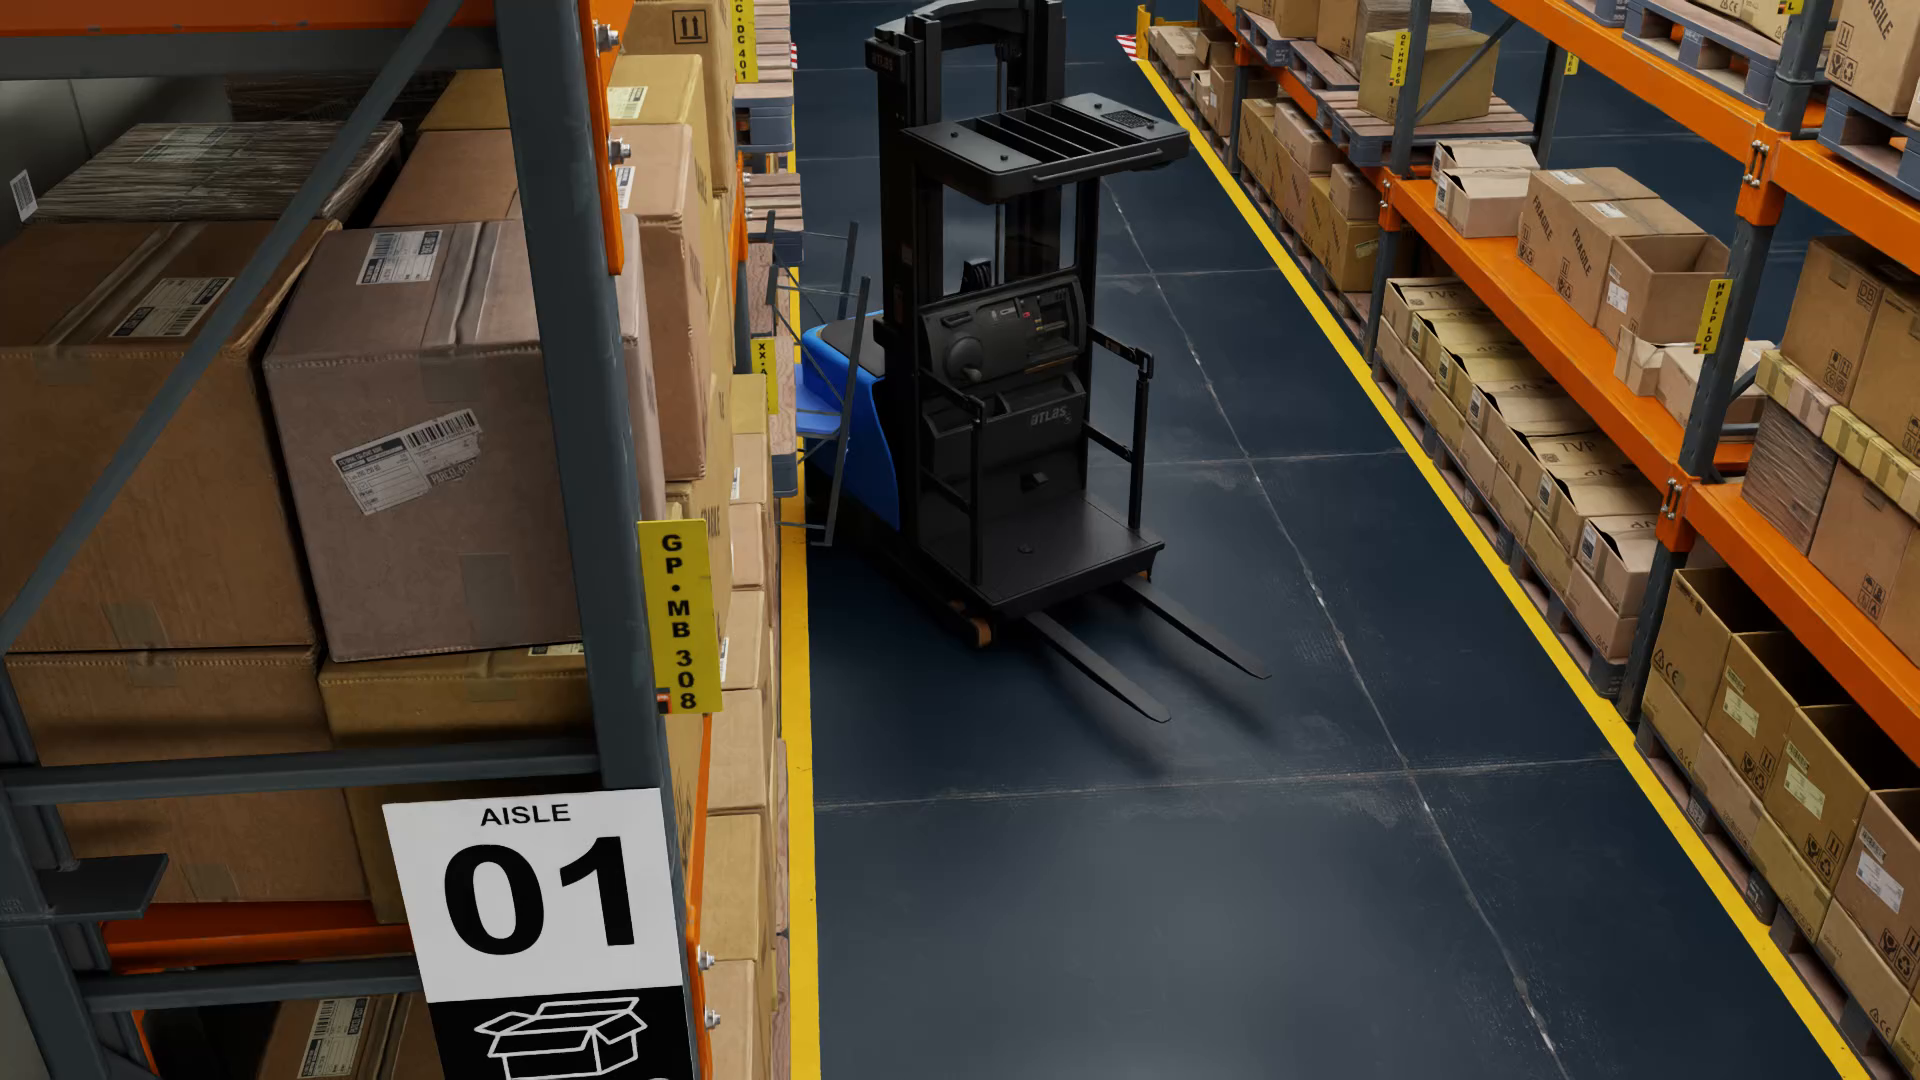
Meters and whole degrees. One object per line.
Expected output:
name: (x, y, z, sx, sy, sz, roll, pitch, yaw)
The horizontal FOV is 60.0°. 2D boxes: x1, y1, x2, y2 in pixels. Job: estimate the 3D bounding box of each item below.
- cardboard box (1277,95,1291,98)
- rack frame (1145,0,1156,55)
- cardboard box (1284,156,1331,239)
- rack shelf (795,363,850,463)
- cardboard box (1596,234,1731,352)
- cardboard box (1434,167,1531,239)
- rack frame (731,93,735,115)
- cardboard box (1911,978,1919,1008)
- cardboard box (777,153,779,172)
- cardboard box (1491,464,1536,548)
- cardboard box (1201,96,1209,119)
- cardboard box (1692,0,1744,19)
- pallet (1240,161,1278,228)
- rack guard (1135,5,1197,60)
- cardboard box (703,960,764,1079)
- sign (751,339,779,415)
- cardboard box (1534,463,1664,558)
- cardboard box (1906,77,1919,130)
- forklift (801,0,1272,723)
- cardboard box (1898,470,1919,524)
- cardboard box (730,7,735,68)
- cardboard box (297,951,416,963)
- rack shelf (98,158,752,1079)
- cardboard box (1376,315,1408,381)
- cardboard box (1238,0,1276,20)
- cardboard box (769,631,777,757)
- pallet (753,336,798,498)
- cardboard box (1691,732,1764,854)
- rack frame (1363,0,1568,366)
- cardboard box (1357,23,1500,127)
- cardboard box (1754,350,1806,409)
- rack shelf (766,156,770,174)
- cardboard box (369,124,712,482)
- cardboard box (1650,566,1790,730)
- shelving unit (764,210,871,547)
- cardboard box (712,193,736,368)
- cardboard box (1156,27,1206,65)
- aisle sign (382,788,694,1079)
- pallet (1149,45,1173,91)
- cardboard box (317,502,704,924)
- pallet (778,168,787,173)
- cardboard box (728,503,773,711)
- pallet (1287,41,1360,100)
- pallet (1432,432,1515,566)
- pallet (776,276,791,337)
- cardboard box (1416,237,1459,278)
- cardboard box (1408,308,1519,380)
cardboard box: (3.049, -3.822, 14.917, 0.500, 0.311, 0.500, -3, 31, -5)
rack frame: (2.499, -6.605, 17.383, 1.000, 3.000, 0.127, -3, 31, -5)
cardboard box: (2.822, -2.635, 12.745, 0.500, 0.500, 0.500, -4, 31, -6)
rack shelf: (-0.899, -0.726, 9.081, 0.538, 0.185, 1.000, 6, 25, -10)
cardboard box: (3.515, -1.184, 8.209, 0.500, 0.500, 0.500, -1, 31, -1)
cardboard box: (3.137, -2.017, 9.788, 0.500, 0.311, 0.500, -3, 31, -5)
rack frame: (-1.312, -2.815, 5.188, 1.000, 3.000, 0.127, -3, 31, -5)
cardboard box: (3.539, 1.472, 5.401, 0.500, 0.500, 0.500, -3, 31, -5)
cardboard box: (-1.869, -3.256, 13.462, 0.750, 0.750, 0.750, -2, 31, -4)
cardboard box: (3.199, -0.196, 8.925, 0.500, 0.250, 0.500, -2, 31, -3)
cardboard box: (2.442, -3.994, 15.363, 0.380, 0.149, 0.250, -3, 31, -5)
cardboard box: (3.518, -2.478, 7.285, 0.500, 0.250, 0.500, -6, 31, -9)
pallet: (2.986, -2.953, 13.987, 1.003, 0.211, 1.213, -3, 31, -5)
rack guard: (2.506, -5.493, 17.960, 1.175, 0.500, 0.348, -3, 31, -5)
cardboard box: (-0.683, 1.278, 3.580, 0.500, 0.500, 0.500, -3, 31, -5)
sign: (-0.772, -0.641, 6.554, 0.100, 0.325, 0.005, -3, 31, -5)
cardboard box: (3.242, -0.178, 8.347, 0.500, 0.311, 0.500, -2, 31, -3)
cardboard box: (3.455, -1.423, 5.323, 0.500, 0.311, 0.500, -4, 31, -7)
forklift: (0.346, -0.990, 8.049, 1.130, 2.935, 3.031, -19, 36, -28)
cardboard box: (3.549, -0.132, 5.816, 0.380, 0.149, 0.250, -4, 31, -6)
cardboard box: (-0.995, -1.765, 5.263, 0.500, 0.500, 0.500, -5, 31, -9)
cardboard box: (-1.231, 1.049, 3.965, 0.500, 0.500, 0.500, -2, 31, -4)
rack shelf: (-1.125, -0.197, 4.432, 1.077, 0.370, 4.000, -3, 31, -5)
cardboard box: (3.003, -1.239, 10.672, 0.500, 0.250, 0.500, -3, 31, -5)
cardboard box: (2.694, -4.534, 13.408, 0.700, 0.500, 0.500, -13, 33, -21)
cardboard box: (-0.865, 0.554, 5.523, 0.500, 0.250, 0.500, -3, 31, -5)
pallet: (-1.238, -0.554, 7.440, 1.003, 0.211, 1.213, -3, 31, -5)
cardboard box: (3.403, 1.028, 6.875, 0.500, 0.250, 0.500, -3, 31, -5)
rack frame: (3.246, -2.521, 10.545, 1.000, 3.000, 0.127, -3, 31, -5)
cardboard box: (3.075, -3.060, 10.941, 0.700, 0.500, 0.500, -13, 33, -21)
cardboard box: (3.452, -0.654, 6.689, 0.380, 0.149, 0.250, -3, 31, -5)
rack shelf: (-1.872, -2.994, 12.039, 1.077, 0.370, 4.000, -3, 31, -5)
cardboard box: (-0.729, -0.433, 3.032, 0.500, 0.500, 0.500, -3, 31, -5)
cardboard box: (3.351, 0.451, 7.110, 0.500, 0.500, 0.500, -3, 31, -5)
shelving unit: (-0.870, -0.886, 9.005, 0.538, 1.500, 1.048, 6, 25, -10)
cardboard box: (-0.894, -0.793, 4.610, 0.500, 0.500, 0.500, -4, 31, -7)
cardboard box: (2.314, -5.067, 17.061, 0.500, 0.250, 0.500, -3, 31, -5)
aisle sign: (-0.633, 0.709, 2.603, 0.394, 0.787, 0.004, -3, 31, -5)
pallet: (2.581, -4.962, 17.352, 1.003, 0.211, 1.213, -3, 31, -5)
cardboard box: (-0.720, 0.281, 2.813, 0.500, 0.500, 0.500, -2, 31, -3)
pallet: (-1.912, -2.736, 13.626, 1.003, 0.211, 1.213, -3, 31, -5)
cardboard box: (-0.871, 0.233, 5.330, 0.500, 0.500, 0.500, -4, 31, -6)
pallet: (3.060, -3.431, 12.257, 1.003, 0.211, 1.213, -3, 31, -5)
pallet: (3.395, -0.280, 9.513, 1.003, 0.211, 1.213, -3, 31, -5)
pallet: (-1.684, -1.491, 11.540, 1.003, 0.211, 1.213, -3, 31, -5)
cardboard box: (3.488, -1.883, 11.486, 0.500, 0.500, 0.500, -1, 31, -2)
cardboard box: (3.060, -1.212, 10.080, 0.500, 0.311, 0.500, -3, 31, -6)
